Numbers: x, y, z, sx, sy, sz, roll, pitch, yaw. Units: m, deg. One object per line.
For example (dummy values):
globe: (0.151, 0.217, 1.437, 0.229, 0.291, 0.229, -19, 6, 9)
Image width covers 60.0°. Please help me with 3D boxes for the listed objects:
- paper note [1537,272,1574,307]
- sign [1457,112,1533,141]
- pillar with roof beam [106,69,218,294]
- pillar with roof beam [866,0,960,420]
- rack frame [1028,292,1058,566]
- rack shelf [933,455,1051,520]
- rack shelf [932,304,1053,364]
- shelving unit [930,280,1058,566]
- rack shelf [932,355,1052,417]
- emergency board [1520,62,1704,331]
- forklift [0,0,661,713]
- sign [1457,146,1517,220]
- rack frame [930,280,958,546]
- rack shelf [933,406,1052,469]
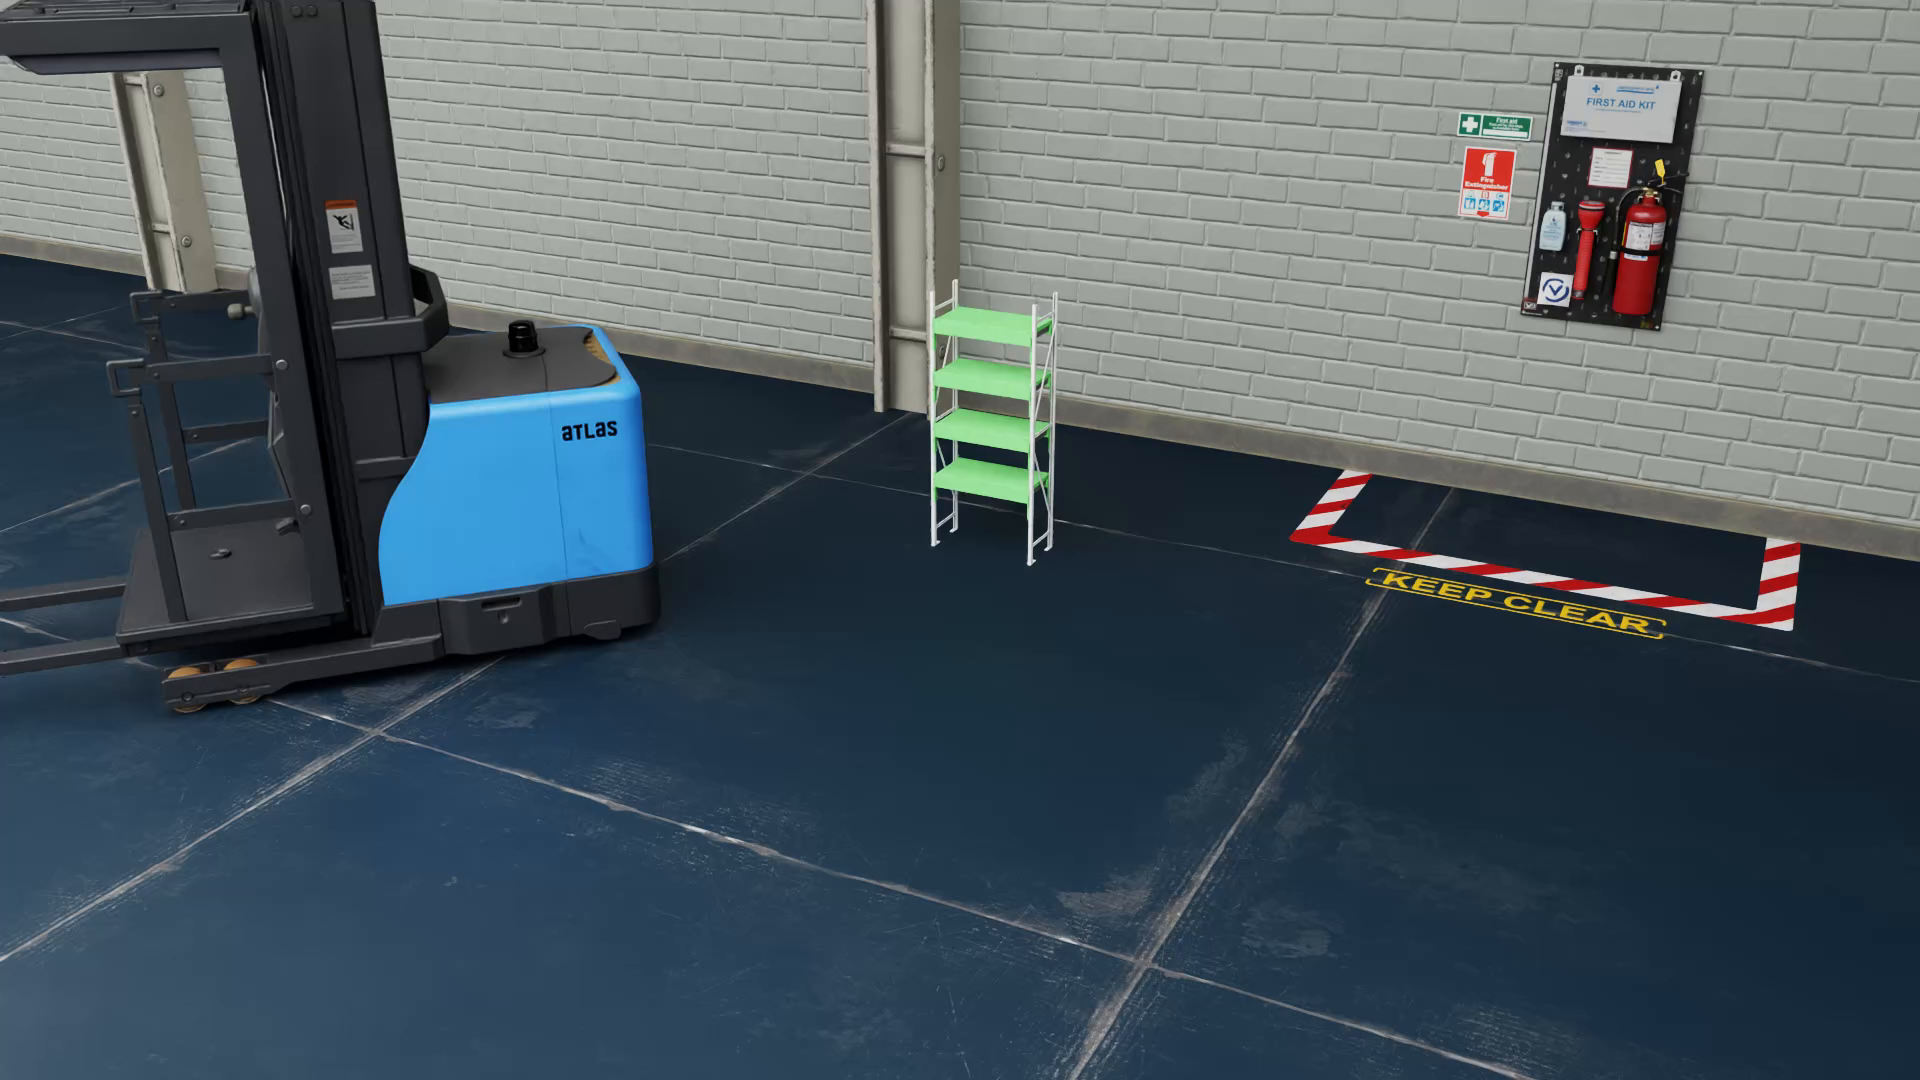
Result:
paper note: (2.795, -1.176, 7.808, 0.142, 0.148, 0.016, 11, 25, 25)
sign: (2.475, -1.916, 7.699, 0.331, 0.109, 0.001, 11, 25, 25)
pillar with roof beam: (-7.542, -4.452, 6.721, 0.400, 9.000, 9.100, 11, 25, 25)
pillar with roof beam: (-2.187, -3.393, 4.229, 0.400, 9.000, 9.100, 11, 25, 25)
rack frame: (0.365, -0.480, 7.345, 0.015, 1.200, 0.240, 11, 25, 25)
rack shelf: (0.148, -0.243, 7.565, 0.480, 0.148, 0.258, 11, 25, 25)
rack shelf: (0.148, -0.906, 7.284, 0.480, 0.148, 0.258, 11, 25, 25)
shelving unit: (0.148, -0.523, 7.446, 0.503, 1.200, 0.258, 11, 25, 25)
rack shelf: (0.148, -0.685, 7.378, 0.480, 0.148, 0.258, 11, 25, 25)
emergency board: (2.922, -1.526, 7.505, 0.643, 1.169, 0.194, 11, 25, 25)
forklift: (-2.802, -0.936, 6.205, 3.031, 2.935, 1.130, -8, 24, -19)
sign: (2.475, -1.676, 7.812, 0.234, 0.329, 0.001, 11, 25, 25)
rack frame: (-0.070, -0.566, 7.548, 0.015, 1.200, 0.240, 11, 25, 25)
rack shelf: (0.148, -0.464, 7.471, 0.480, 0.148, 0.258, 11, 25, 25)
